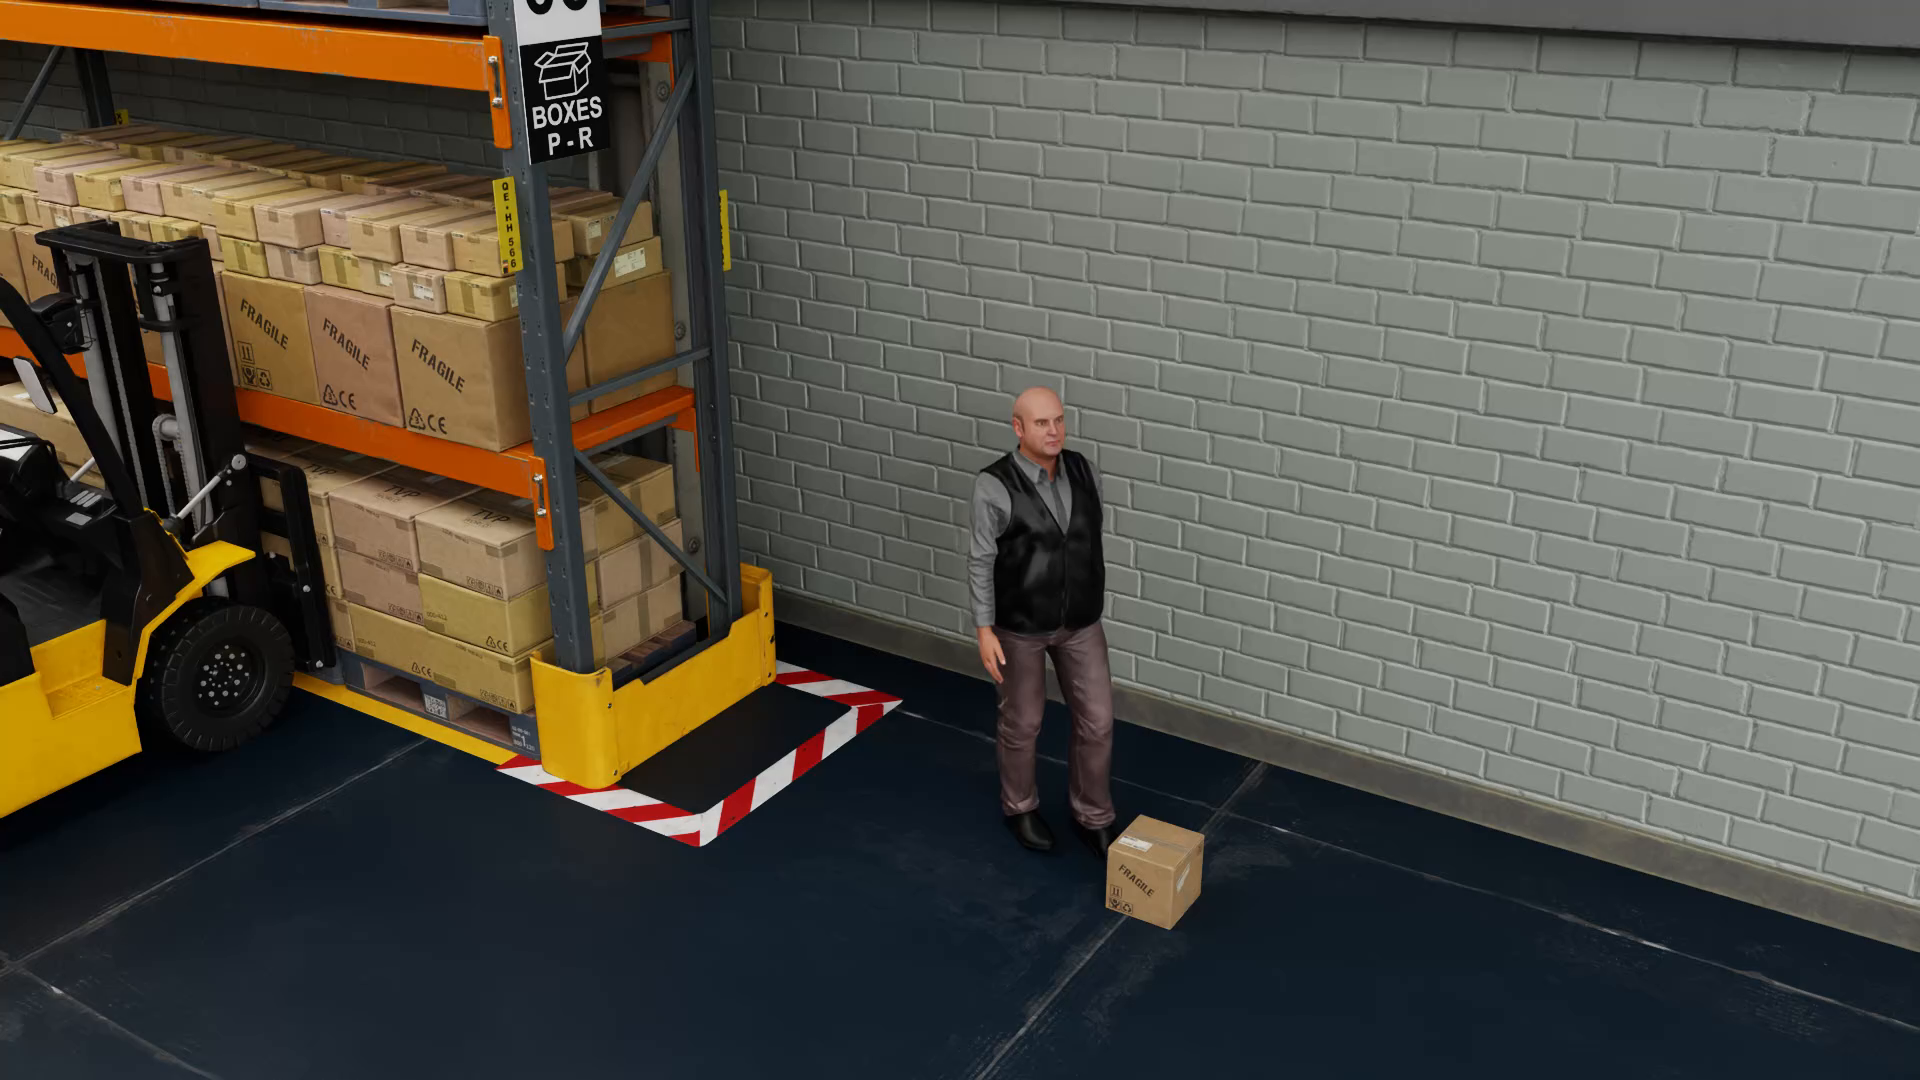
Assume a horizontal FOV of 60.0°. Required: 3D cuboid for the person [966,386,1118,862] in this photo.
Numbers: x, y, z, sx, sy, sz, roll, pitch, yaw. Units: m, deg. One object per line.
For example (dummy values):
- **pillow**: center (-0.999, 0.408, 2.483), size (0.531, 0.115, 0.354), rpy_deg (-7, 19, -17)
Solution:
- **person**: center (0.313, 0.347, 5.842), size (0.557, 1.763, 0.540), rpy_deg (-9, 25, -21)
